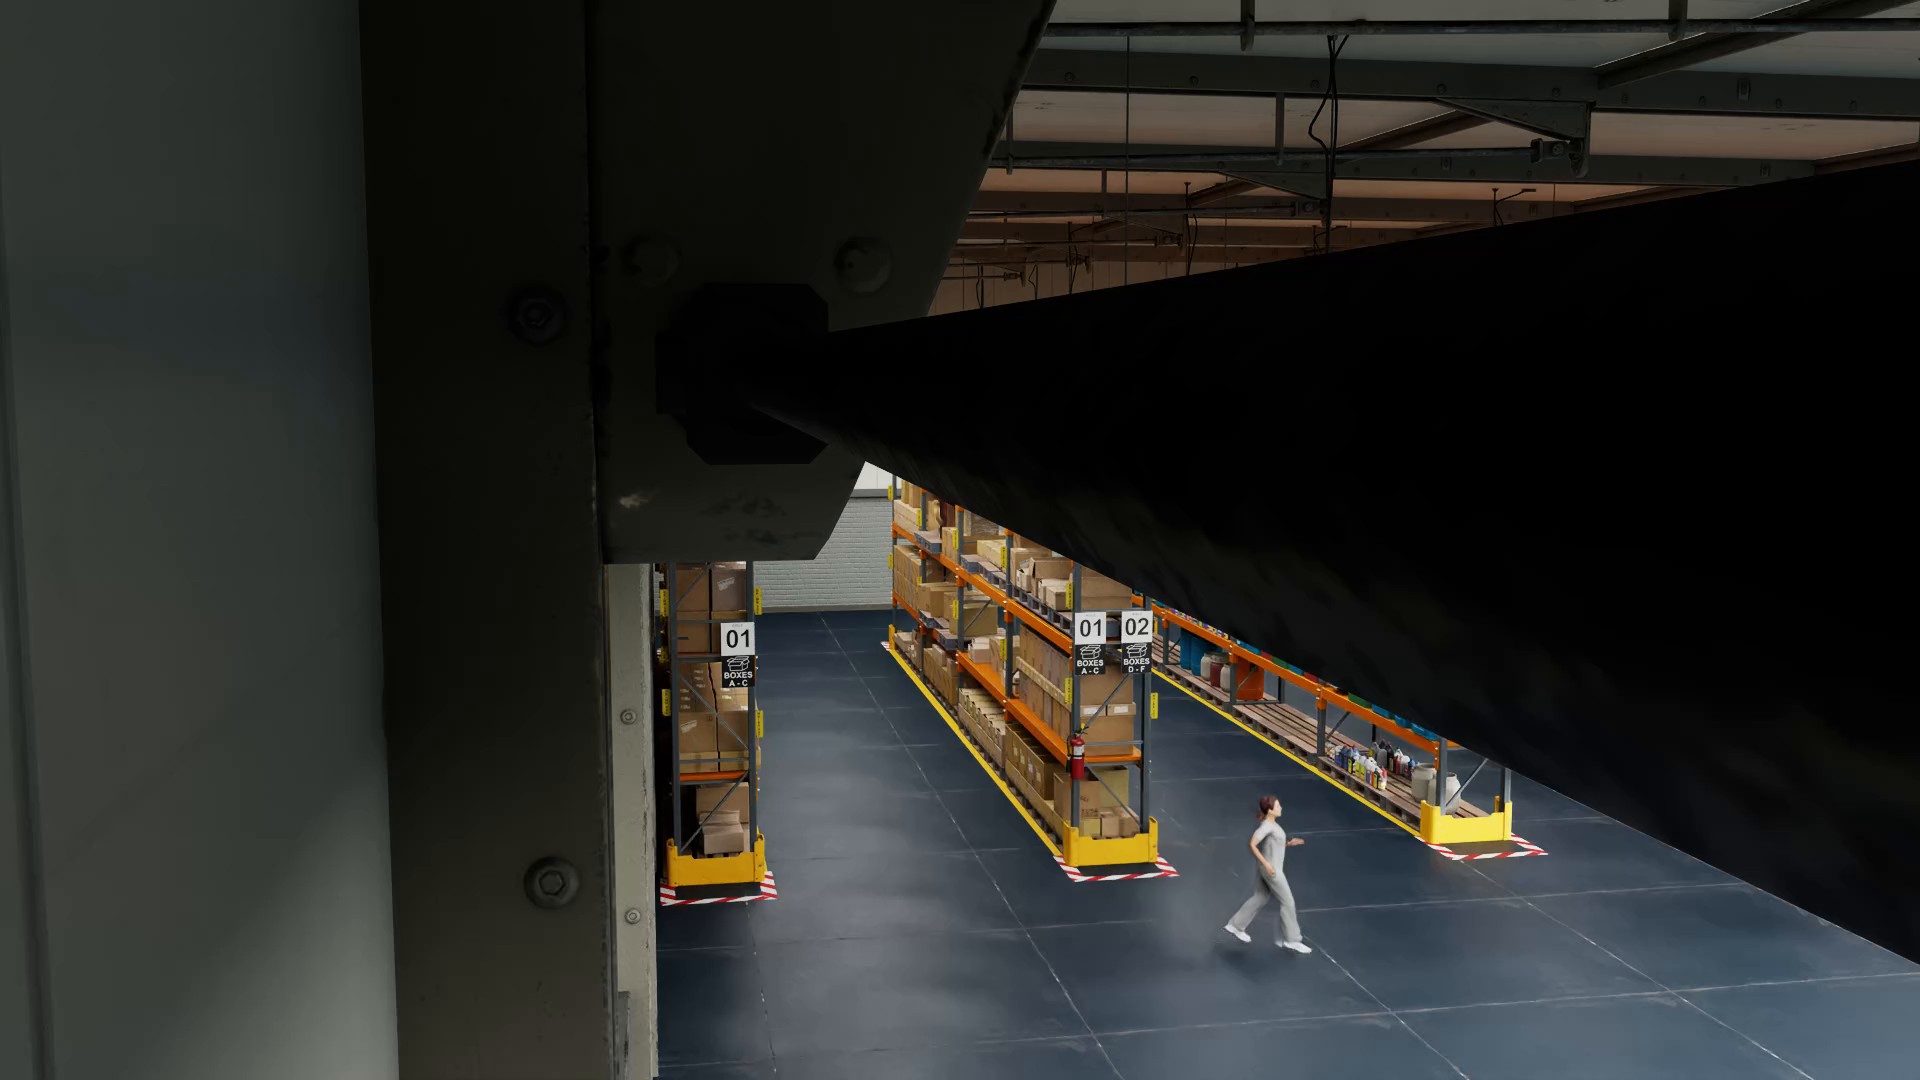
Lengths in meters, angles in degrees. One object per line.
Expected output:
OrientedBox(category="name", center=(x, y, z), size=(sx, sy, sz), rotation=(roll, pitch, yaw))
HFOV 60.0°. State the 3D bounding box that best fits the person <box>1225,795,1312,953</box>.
OrientedBox(category="person", center=(3.329, 3.558, 17.792), size=(0.882, 1.688, 0.552), rotation=(1, 6, 6))
